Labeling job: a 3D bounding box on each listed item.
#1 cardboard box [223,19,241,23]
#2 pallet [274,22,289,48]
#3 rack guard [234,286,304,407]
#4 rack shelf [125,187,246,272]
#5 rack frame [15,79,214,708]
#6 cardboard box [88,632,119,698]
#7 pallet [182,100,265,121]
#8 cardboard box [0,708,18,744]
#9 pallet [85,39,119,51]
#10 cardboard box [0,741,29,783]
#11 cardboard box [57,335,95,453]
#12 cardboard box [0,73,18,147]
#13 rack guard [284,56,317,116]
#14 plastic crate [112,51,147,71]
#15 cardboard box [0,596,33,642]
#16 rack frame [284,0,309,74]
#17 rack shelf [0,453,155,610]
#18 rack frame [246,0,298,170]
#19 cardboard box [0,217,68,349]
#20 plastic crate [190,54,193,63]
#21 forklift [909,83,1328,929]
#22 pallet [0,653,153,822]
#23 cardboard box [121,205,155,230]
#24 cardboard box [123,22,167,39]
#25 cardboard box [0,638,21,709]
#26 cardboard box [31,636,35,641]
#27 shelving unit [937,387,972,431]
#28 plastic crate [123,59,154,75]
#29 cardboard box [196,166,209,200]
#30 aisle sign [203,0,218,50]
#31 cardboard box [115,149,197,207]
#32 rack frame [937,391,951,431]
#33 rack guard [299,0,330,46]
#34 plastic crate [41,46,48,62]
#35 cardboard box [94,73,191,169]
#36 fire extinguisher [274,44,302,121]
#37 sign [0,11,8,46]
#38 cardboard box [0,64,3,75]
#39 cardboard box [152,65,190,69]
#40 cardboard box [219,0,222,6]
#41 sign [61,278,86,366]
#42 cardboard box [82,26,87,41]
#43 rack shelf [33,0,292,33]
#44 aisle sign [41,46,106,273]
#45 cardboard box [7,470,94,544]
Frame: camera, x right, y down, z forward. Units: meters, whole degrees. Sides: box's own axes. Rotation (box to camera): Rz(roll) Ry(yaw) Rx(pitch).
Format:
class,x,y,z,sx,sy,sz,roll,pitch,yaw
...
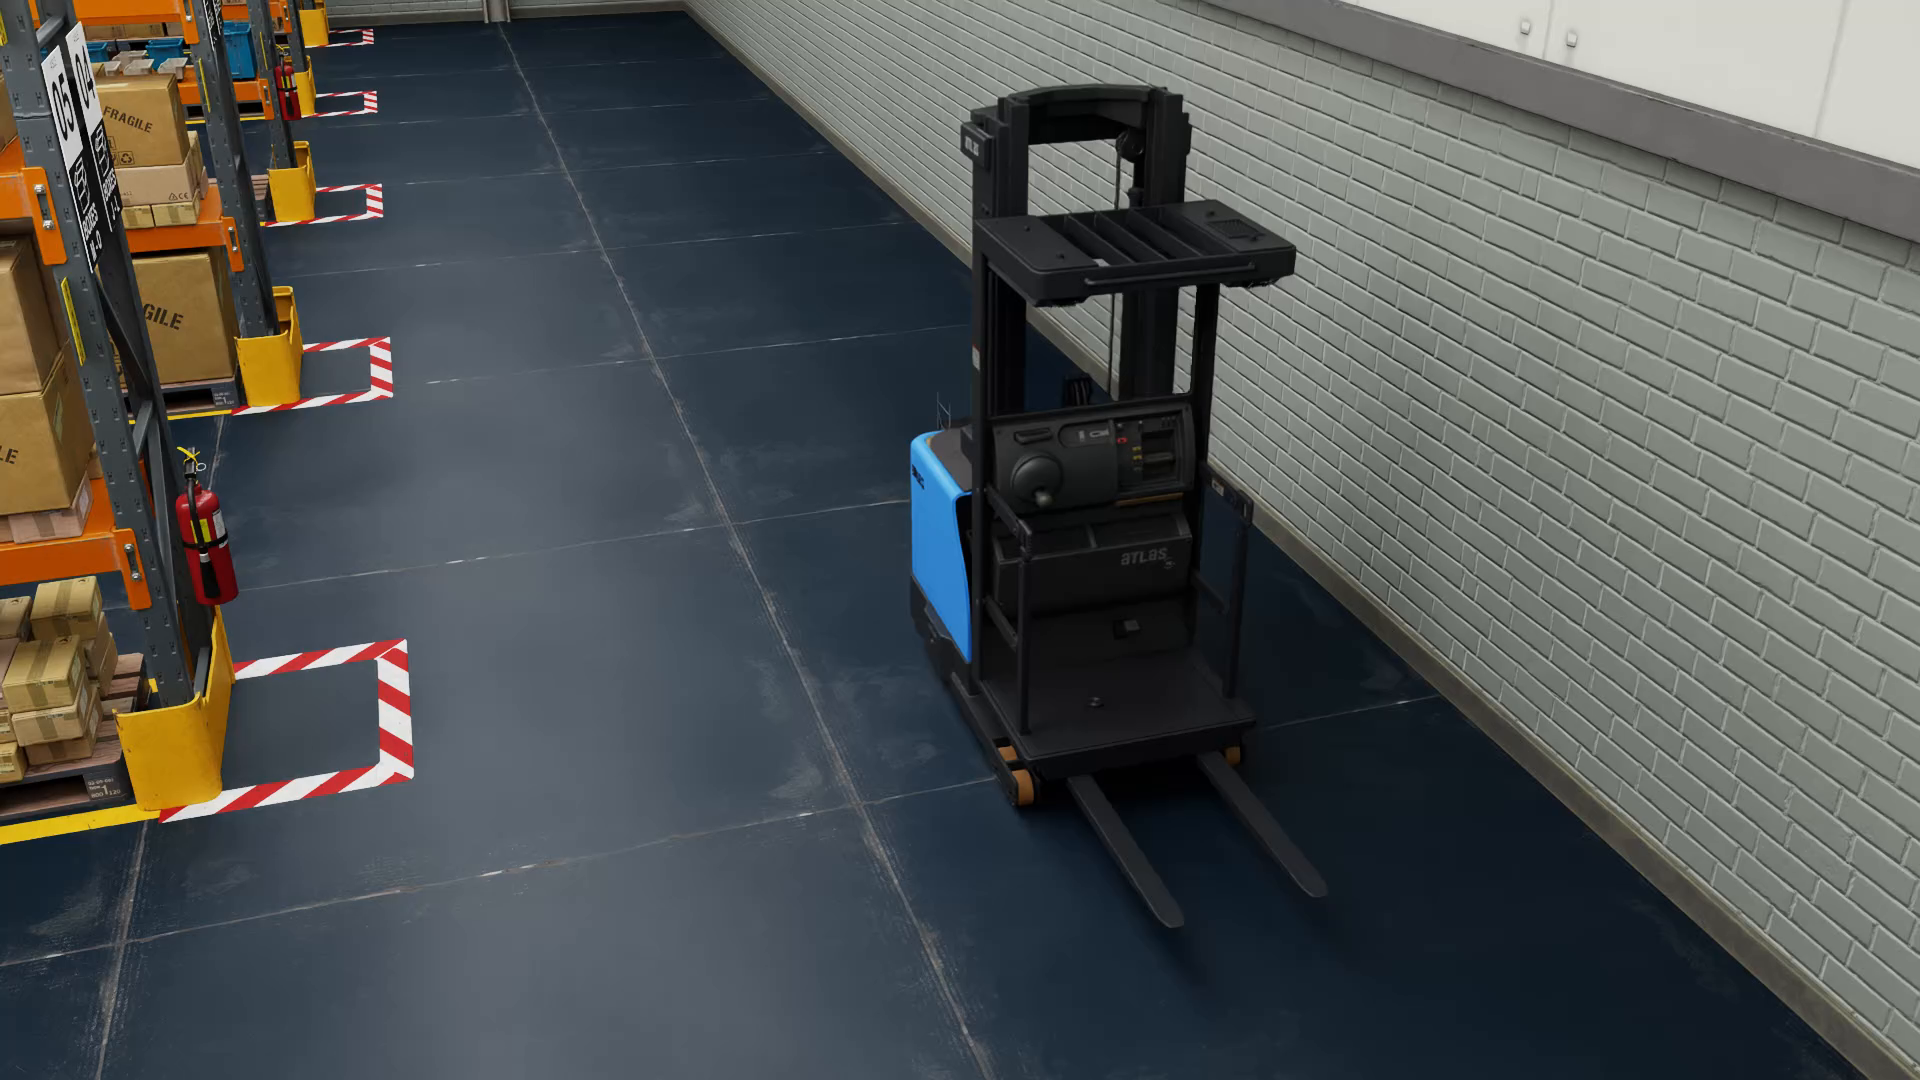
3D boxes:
class,x,y,z,sx,sy,sz,roll,pitch,yaw
cardboard box,-10.723,-7.674,24.173,0.500,0.500,0.700,-8,28,-16
pallet,-10.349,-7.421,24.460,1.213,0.211,1.003,-8,28,-16
rack guard,-4.988,-1.414,12.035,0.348,0.500,1.175,-8,28,-16
rack shelf,-6.913,-1.932,11.078,4.000,0.370,1.077,-8,28,-16
rack frame,-3.571,-0.419,7.220,0.127,3.000,1.000,-8,28,-16
cardboard box,-4.169,0.607,7.888,0.250,0.149,0.380,-8,27,-15
pallet,-8.906,-5.349,20.288,1.213,0.211,1.003,-8,28,-16
cardboard box,-4.250,0.743,7.279,0.250,0.149,0.380,-9,28,-17
pallet,-12.669,-7.085,23.783,1.213,0.211,1.003,-8,28,-16
cardboard box,-4.221,0.909,7.280,0.250,0.149,0.380,-7,27,-15
cardboard box,-4.084,-0.652,7.243,0.500,0.500,0.500,-7,27,-14
cardboard box,-4.077,-1.741,6.680,0.500,0.250,0.500,-7,27,-14
rack guard,-8.148,-5.589,20.445,0.348,0.500,1.175,-8,28,-16
plastic crate,-7.857,-4.535,15.741,0.298,0.136,0.250,-8,28,-16
cardboard box,-4.400,0.421,7.594,0.250,0.149,0.380,-8,27,-15
rack frame,-8.076,-6.719,19.910,0.127,3.000,1.000,-8,28,-16
rack shelf,-5.473,0.179,6.826,4.000,0.370,1.077,-8,28,-16
rack frame,-6.545,-4.624,15.691,0.127,3.000,1.000,-8,28,-16
cardboard box,-4.081,-1.095,7.011,0.500,0.500,0.500,-8,28,-16
plastic crate,-7.212,-4.629,15.930,0.298,0.136,0.250,-8,28,-16
forklift,0.661,-0.330,7.119,1.130,2.935,3.031,-8,27,-16
pallet,-4.427,0.938,7.624,1.213,0.211,1.003,-8,28,-16
cardboard box,-5.495,-2.193,11.076,0.250,0.149,0.380,-8,27,-16
cardboard box,-11.706,-7.528,23.878,0.500,0.500,0.700,-8,27,-15
cardboard box,-4.253,0.594,7.245,0.250,0.149,0.380,-8,27,-15
cardboard box,-4.427,0.514,7.740,0.250,0.149,0.380,-8,28,-16
shelving unit,0.008,-0.404,9.552,0.210,0.900,0.258,-8,28,-16
plastic crate,-7.544,-4.310,15.288,0.243,0.136,0.396,-8,28,-16
cardboard box,-5.451,-2.508,11.711,0.250,0.149,0.380,-8,27,-16
aisle sign,-4.850,-3.577,10.659,0.004,0.787,0.394,-8,28,-16
cardboard box,-5.390,-2.417,11.079,0.500,0.250,0.500,-9,28,-17
rack frame,-0.089,-0.390,9.524,0.006,0.900,0.240,-8,28,-16
rack guard,-9.590,-7.696,24.691,0.348,0.500,1.175,-8,28,-16
plastic crate,-8.419,-4.458,15.478,0.300,0.233,0.416,-8,28,-16
cardboard box,-5.393,-2.754,10.914,0.500,0.500,0.500,-8,27,-15
fire extinguisher,-6.261,-4.251,15.446,0.183,0.674,0.296,-8,28,-16
sign,-3.419,-1.922,5.878,0.005,0.325,0.100,-8,28,-16
cardboard box,-4.079,-1.967,6.572,0.500,0.250,0.500,-8,27,-15
cardboard box,-9.631,-5.592,20.237,0.500,0.250,0.500,-8,28,-16
cardboard box,-8.909,-6.514,19.385,0.500,0.500,0.500,-8,28,-16
sign,-3.419,-0.842,6.414,0.005,0.325,0.100,-8,28,-16
cardboard box,-12.674,-7.390,23.601,0.500,0.500,0.700,-8,27,-15
rack shelf,-9.977,-6.121,19.516,4.000,0.370,1.077,-8,28,-16
aisle sign,-3.409,-1.466,6.407,0.004,0.787,0.394,-8,28,-16
cardboard box,-3.794,-0.142,6.945,0.250,0.149,0.380,-8,28,-16
